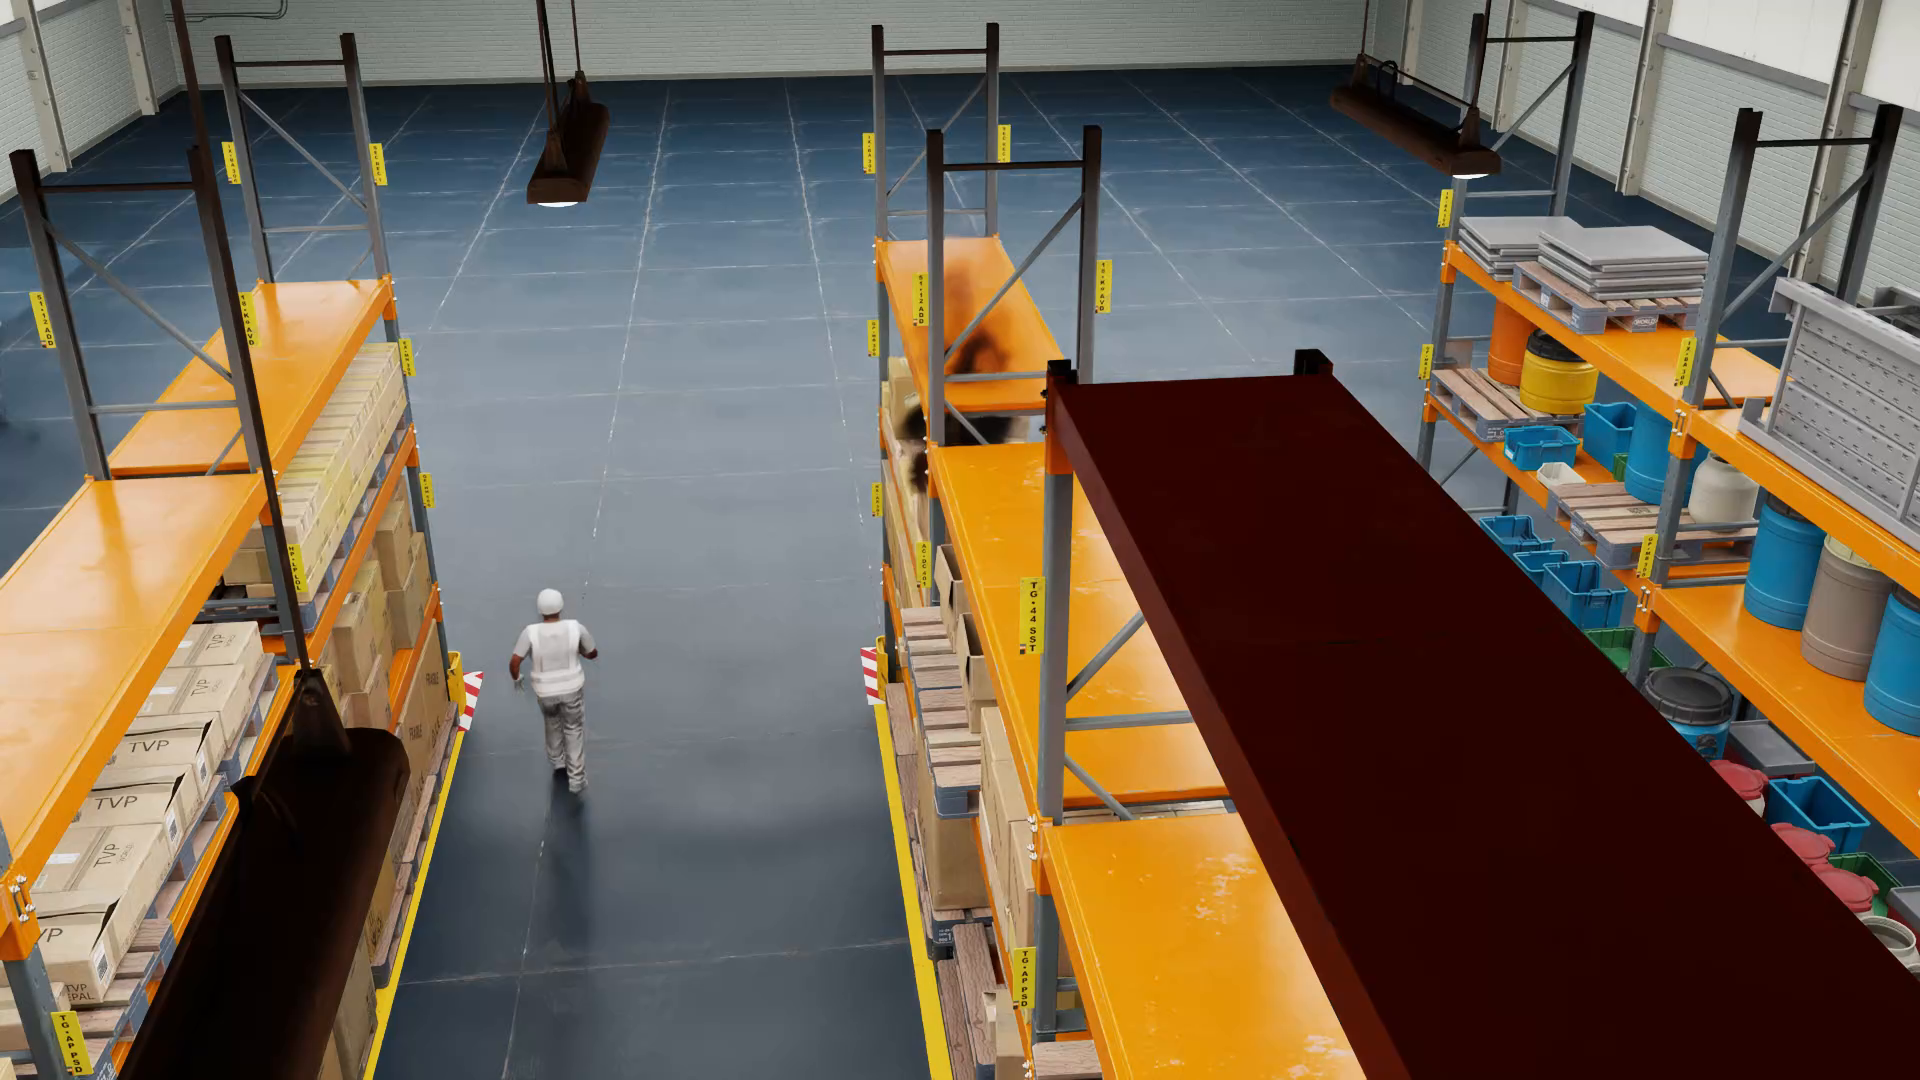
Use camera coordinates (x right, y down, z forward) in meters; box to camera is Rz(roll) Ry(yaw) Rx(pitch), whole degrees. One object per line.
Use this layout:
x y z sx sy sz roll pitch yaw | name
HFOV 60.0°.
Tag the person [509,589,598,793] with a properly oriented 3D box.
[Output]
-3.334 1.266 13.805 0.703 1.857 0.786 -5 26 -9 | person
